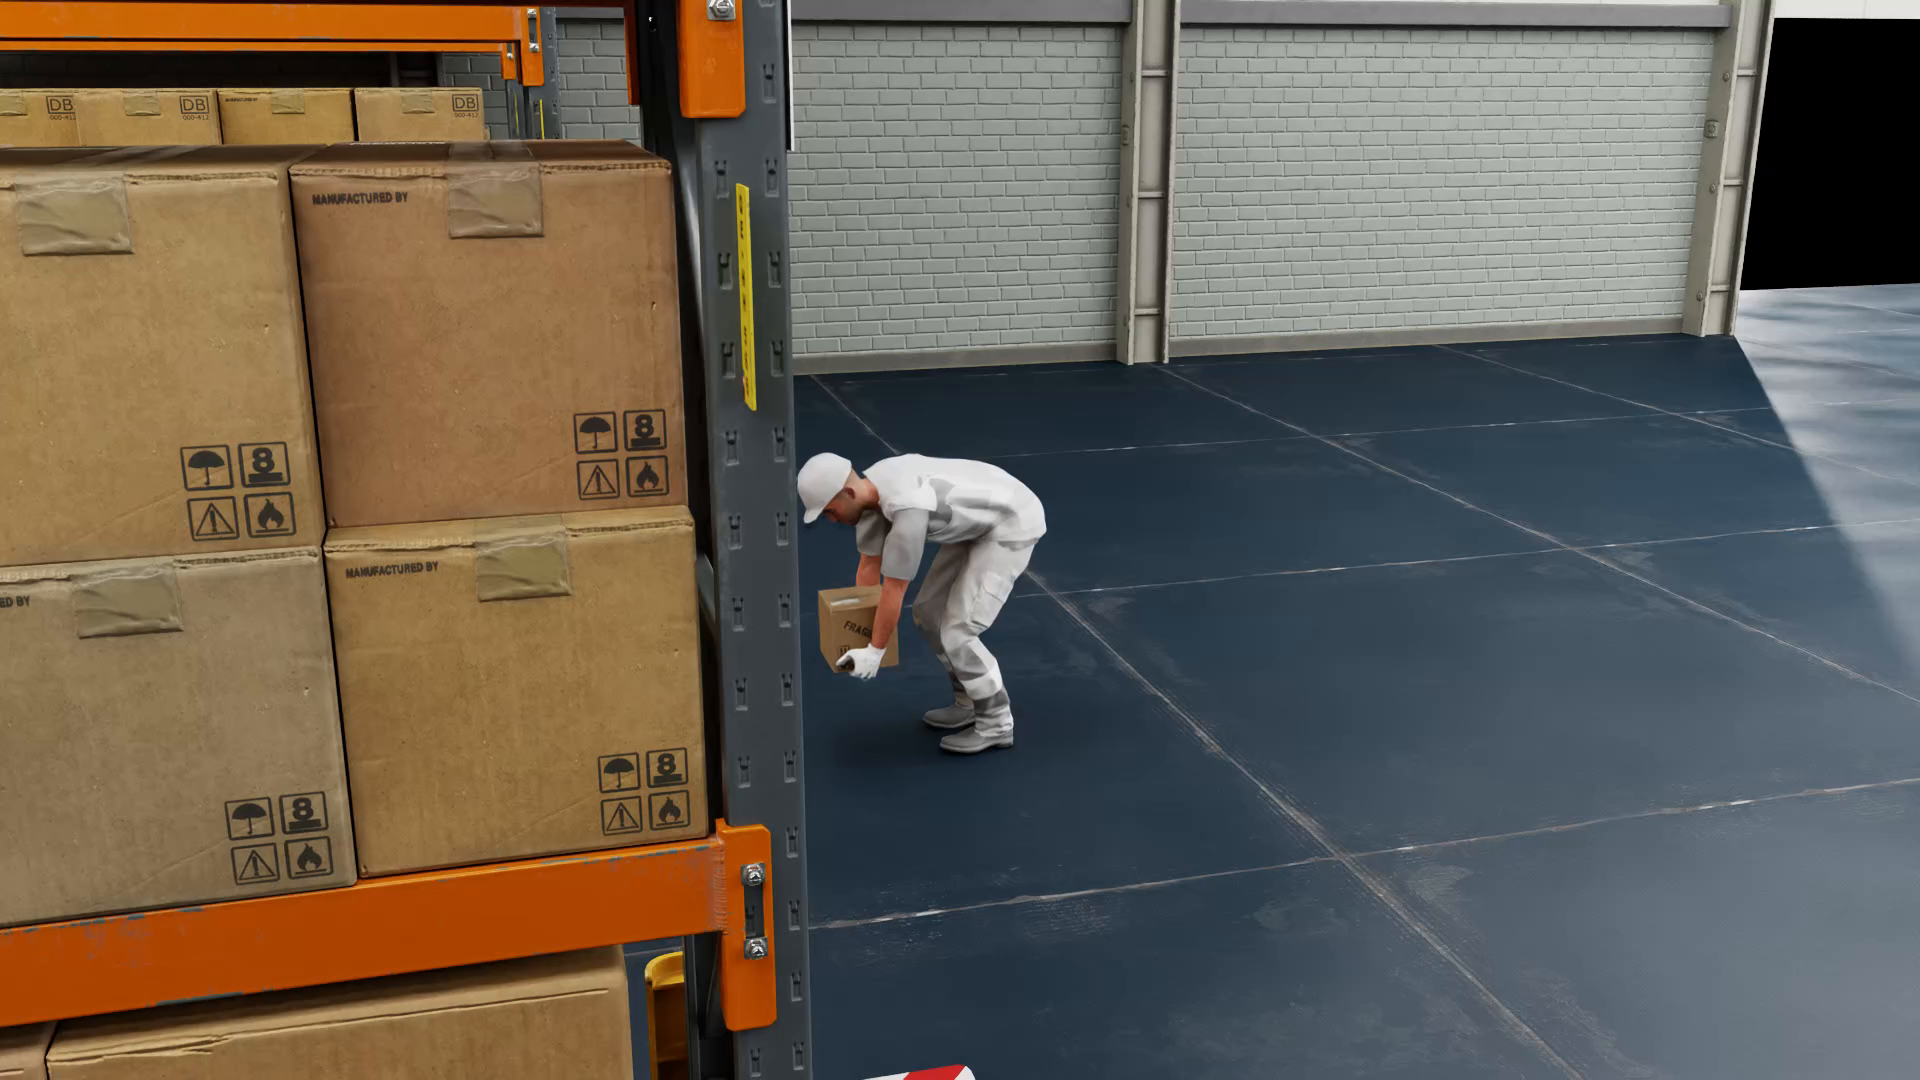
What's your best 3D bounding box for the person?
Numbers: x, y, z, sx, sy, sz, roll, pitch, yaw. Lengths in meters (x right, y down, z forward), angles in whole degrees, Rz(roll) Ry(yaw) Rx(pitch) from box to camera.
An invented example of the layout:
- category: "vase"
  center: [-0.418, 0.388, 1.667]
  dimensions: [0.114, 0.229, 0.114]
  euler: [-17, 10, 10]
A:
- category: "person"
  center: [-0.145, 0.218, 6.326]
  dimensions: [0.944, 1.180, 0.517]
  euler: [-5, 17, -18]
